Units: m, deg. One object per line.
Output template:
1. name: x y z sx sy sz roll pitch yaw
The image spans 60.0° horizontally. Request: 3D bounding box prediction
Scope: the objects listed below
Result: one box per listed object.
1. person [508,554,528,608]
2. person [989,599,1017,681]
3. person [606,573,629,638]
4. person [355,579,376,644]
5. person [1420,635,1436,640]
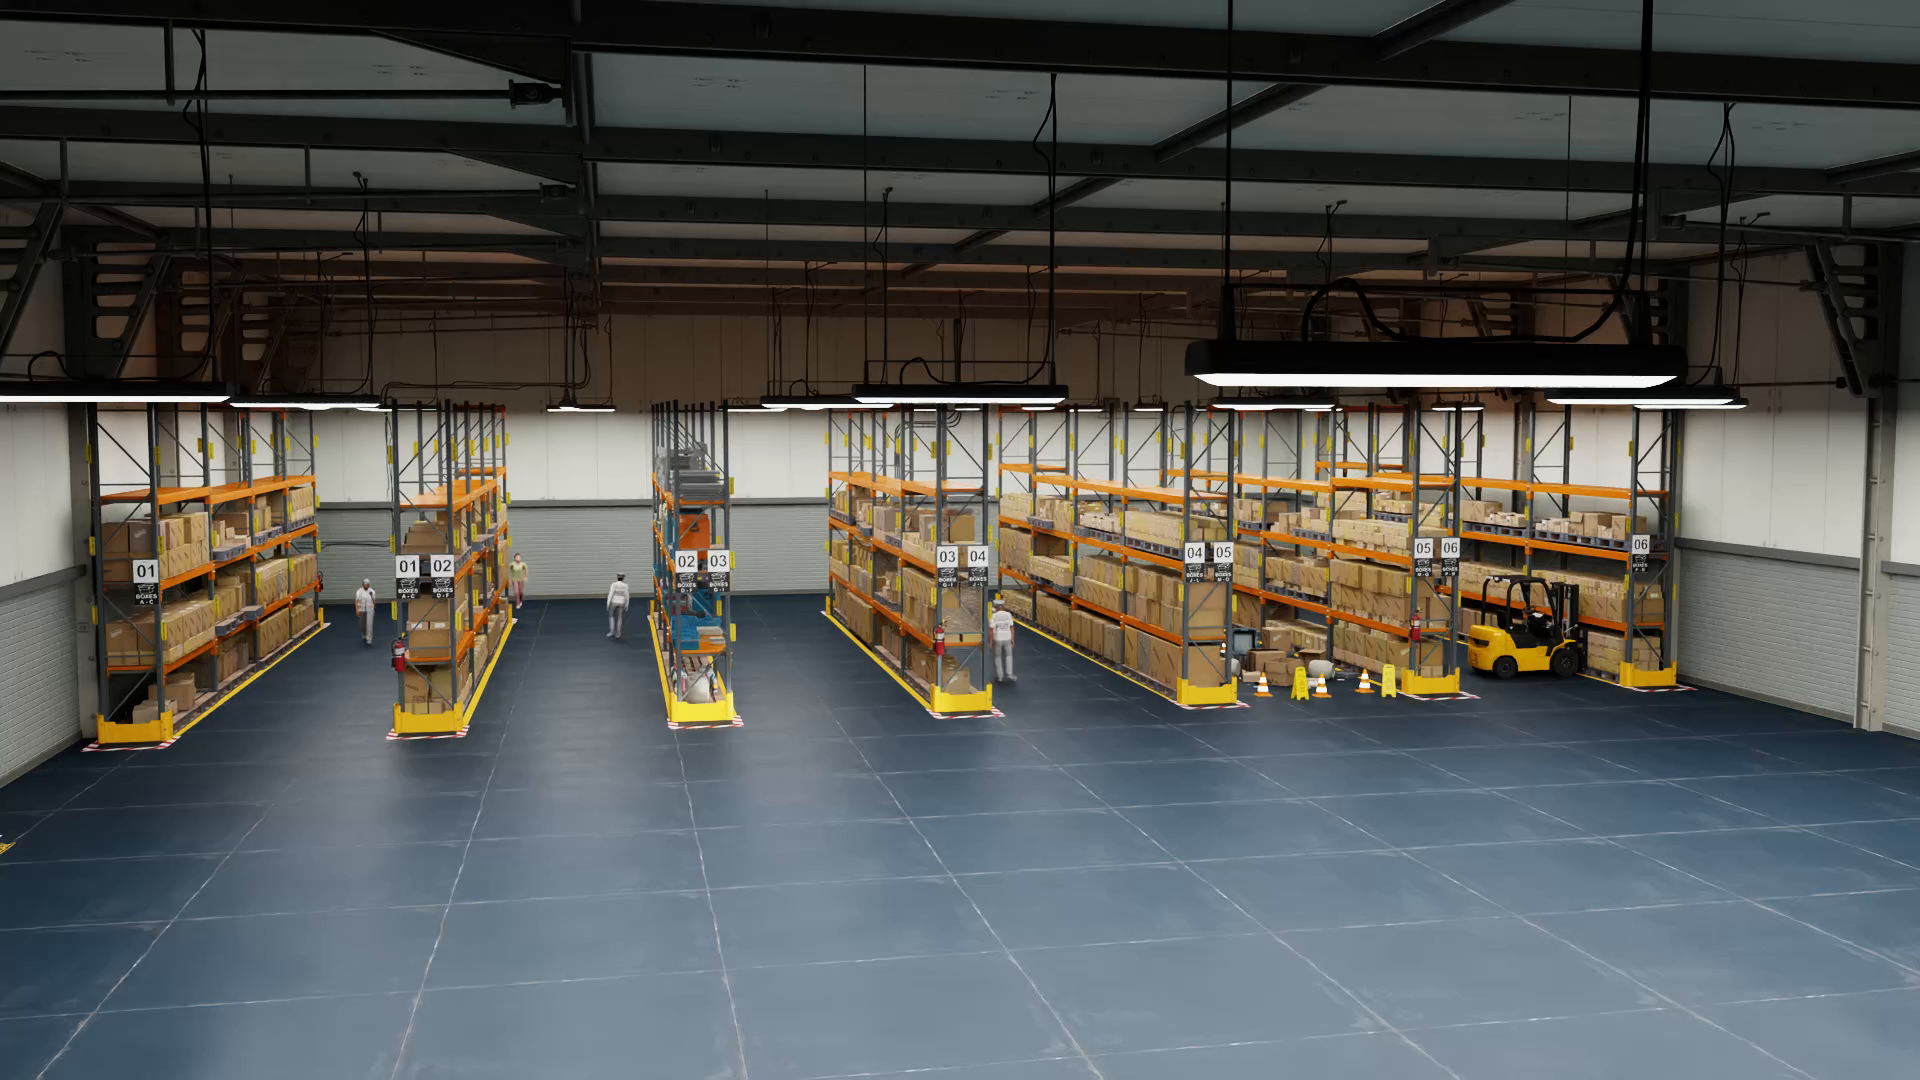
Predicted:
1. person: -13.119 1.204 49.313 0.602 1.618 0.537 -1 5 -19
2. person: 0.914 2.162 35.672 0.584 1.757 0.544 -1 5 -17
3. person: -8.785 1.672 42.663 0.603 1.653 0.410 -1 4 -11
4. person: -14.869 1.766 41.643 0.480 1.598 1.043 -1 4 -12
5. person: 10.854 2.010 38.505 0.501 1.689 0.381 -3 5 -37
